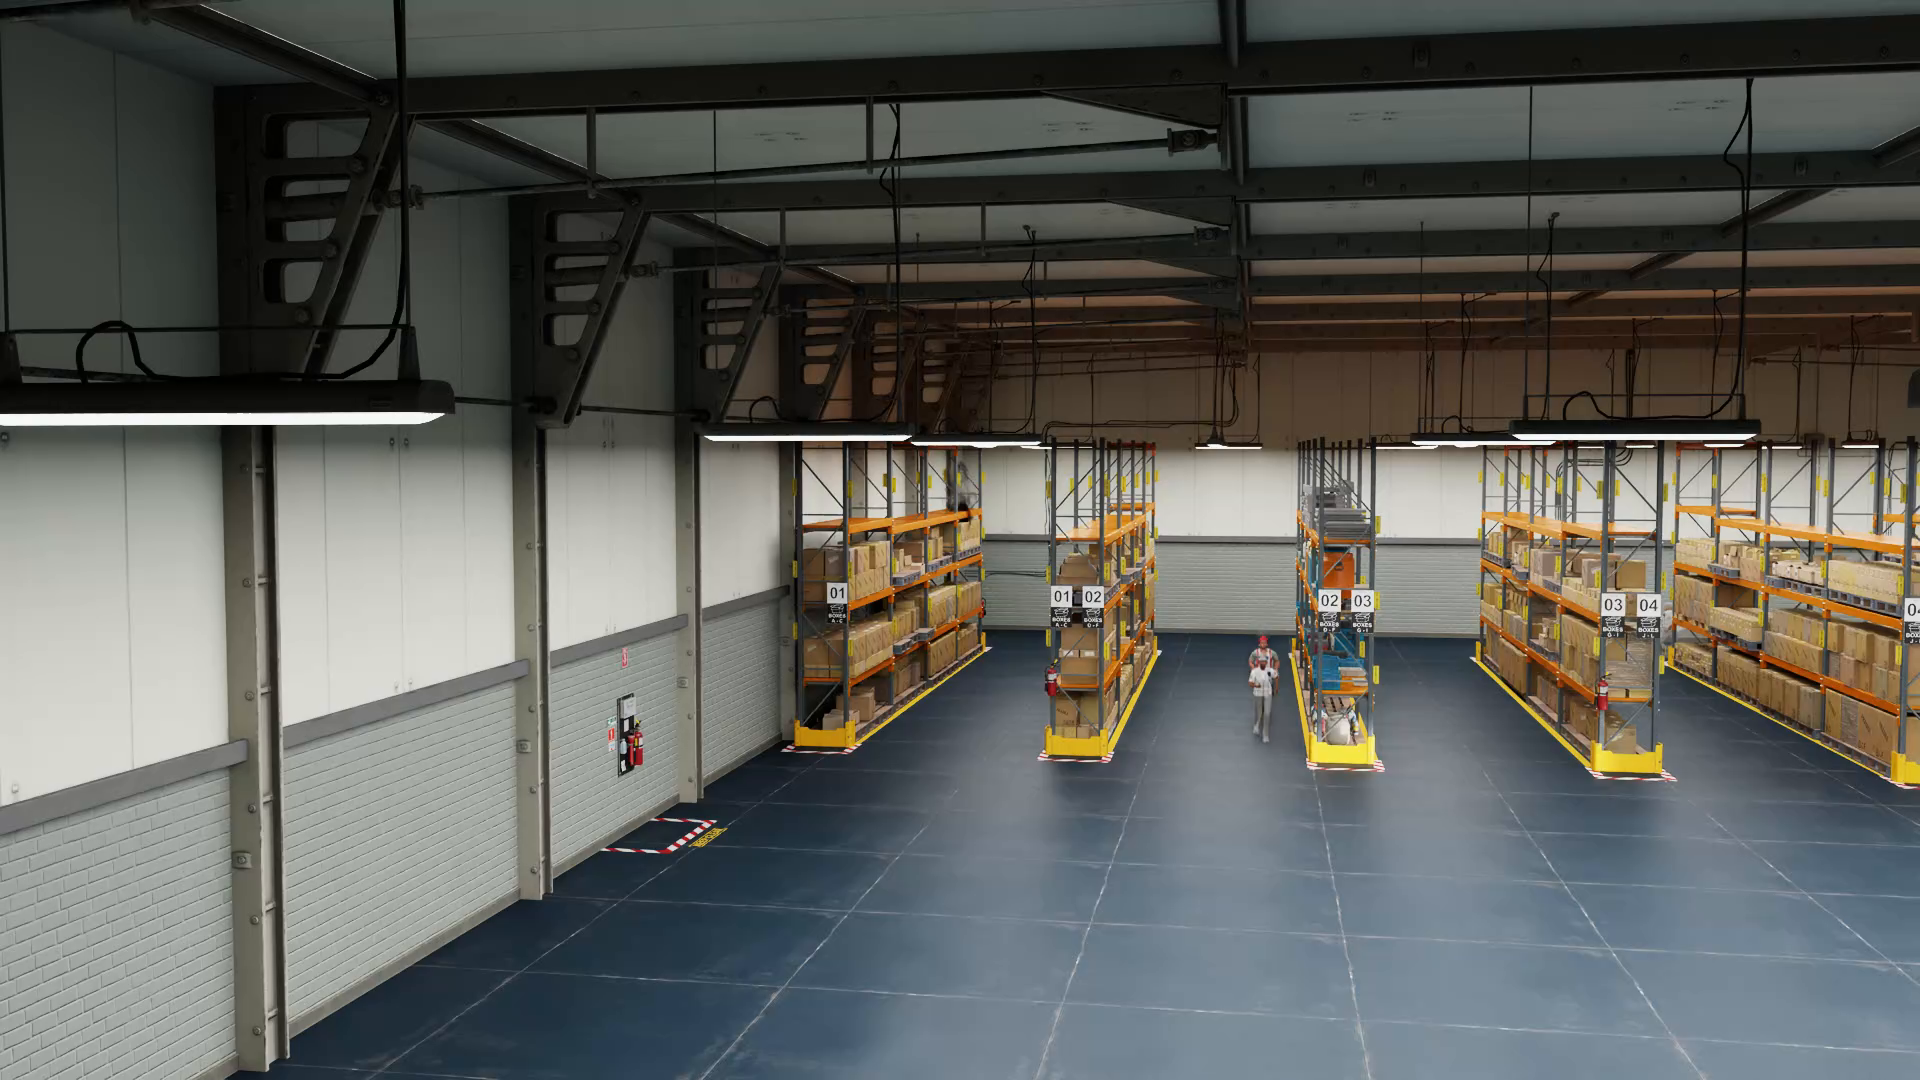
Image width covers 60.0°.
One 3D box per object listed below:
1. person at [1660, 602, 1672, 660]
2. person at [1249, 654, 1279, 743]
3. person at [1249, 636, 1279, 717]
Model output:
[{"bbox_3d":[19.452,2.508,45.910,0.485,1.615,0.629,1,3,20],"label":"person"},{"bbox_3d":[6.048,3.121,33.144,0.587,1.728,0.934,1,3,11],"label":"person"},{"bbox_3d":[6.551,2.951,35.839,0.650,1.743,0.581,1,3,10],"label":"person"}]
